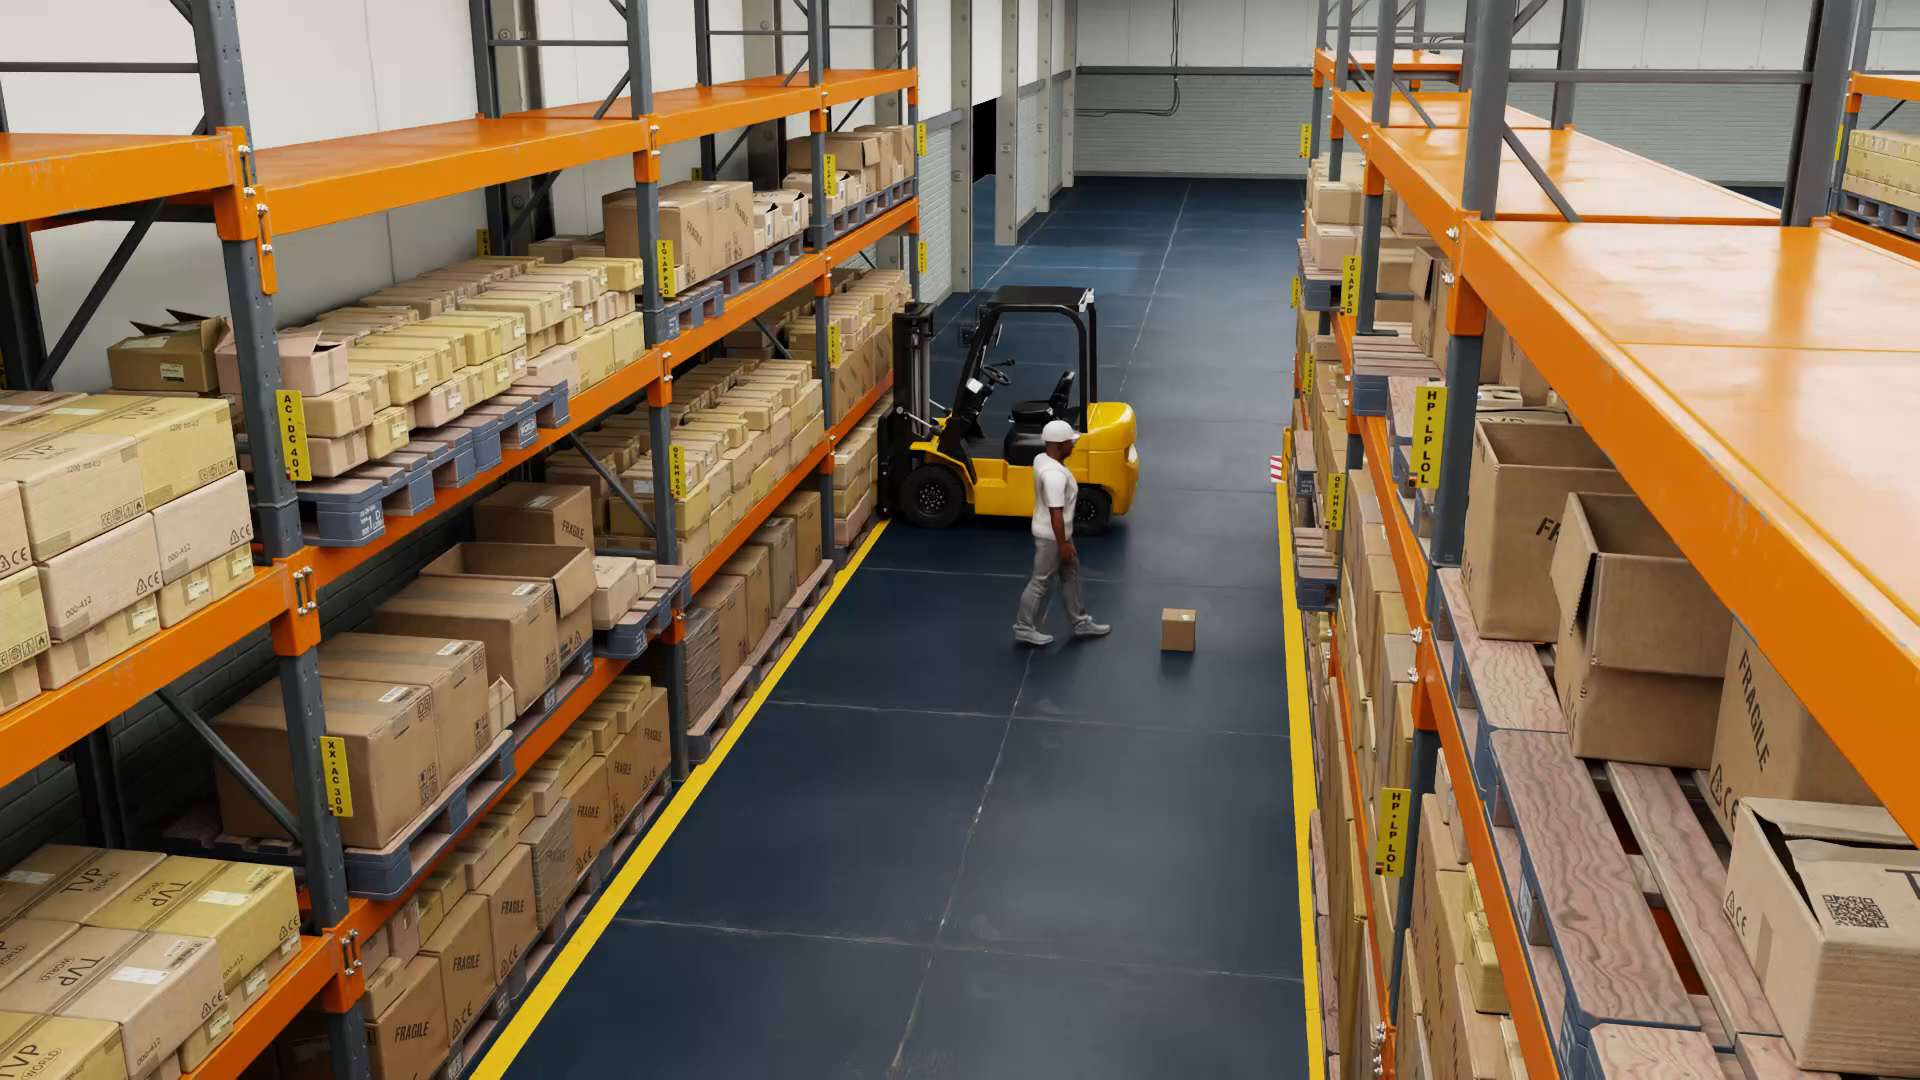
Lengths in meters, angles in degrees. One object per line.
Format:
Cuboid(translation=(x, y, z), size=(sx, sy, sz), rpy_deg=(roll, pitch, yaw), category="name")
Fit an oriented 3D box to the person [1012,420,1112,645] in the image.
Cuboid(translation=(0.795, -0.051, 12.620), size=(0.783, 1.746, 0.589), rpy_deg=(0, 18, 1), category="person")
